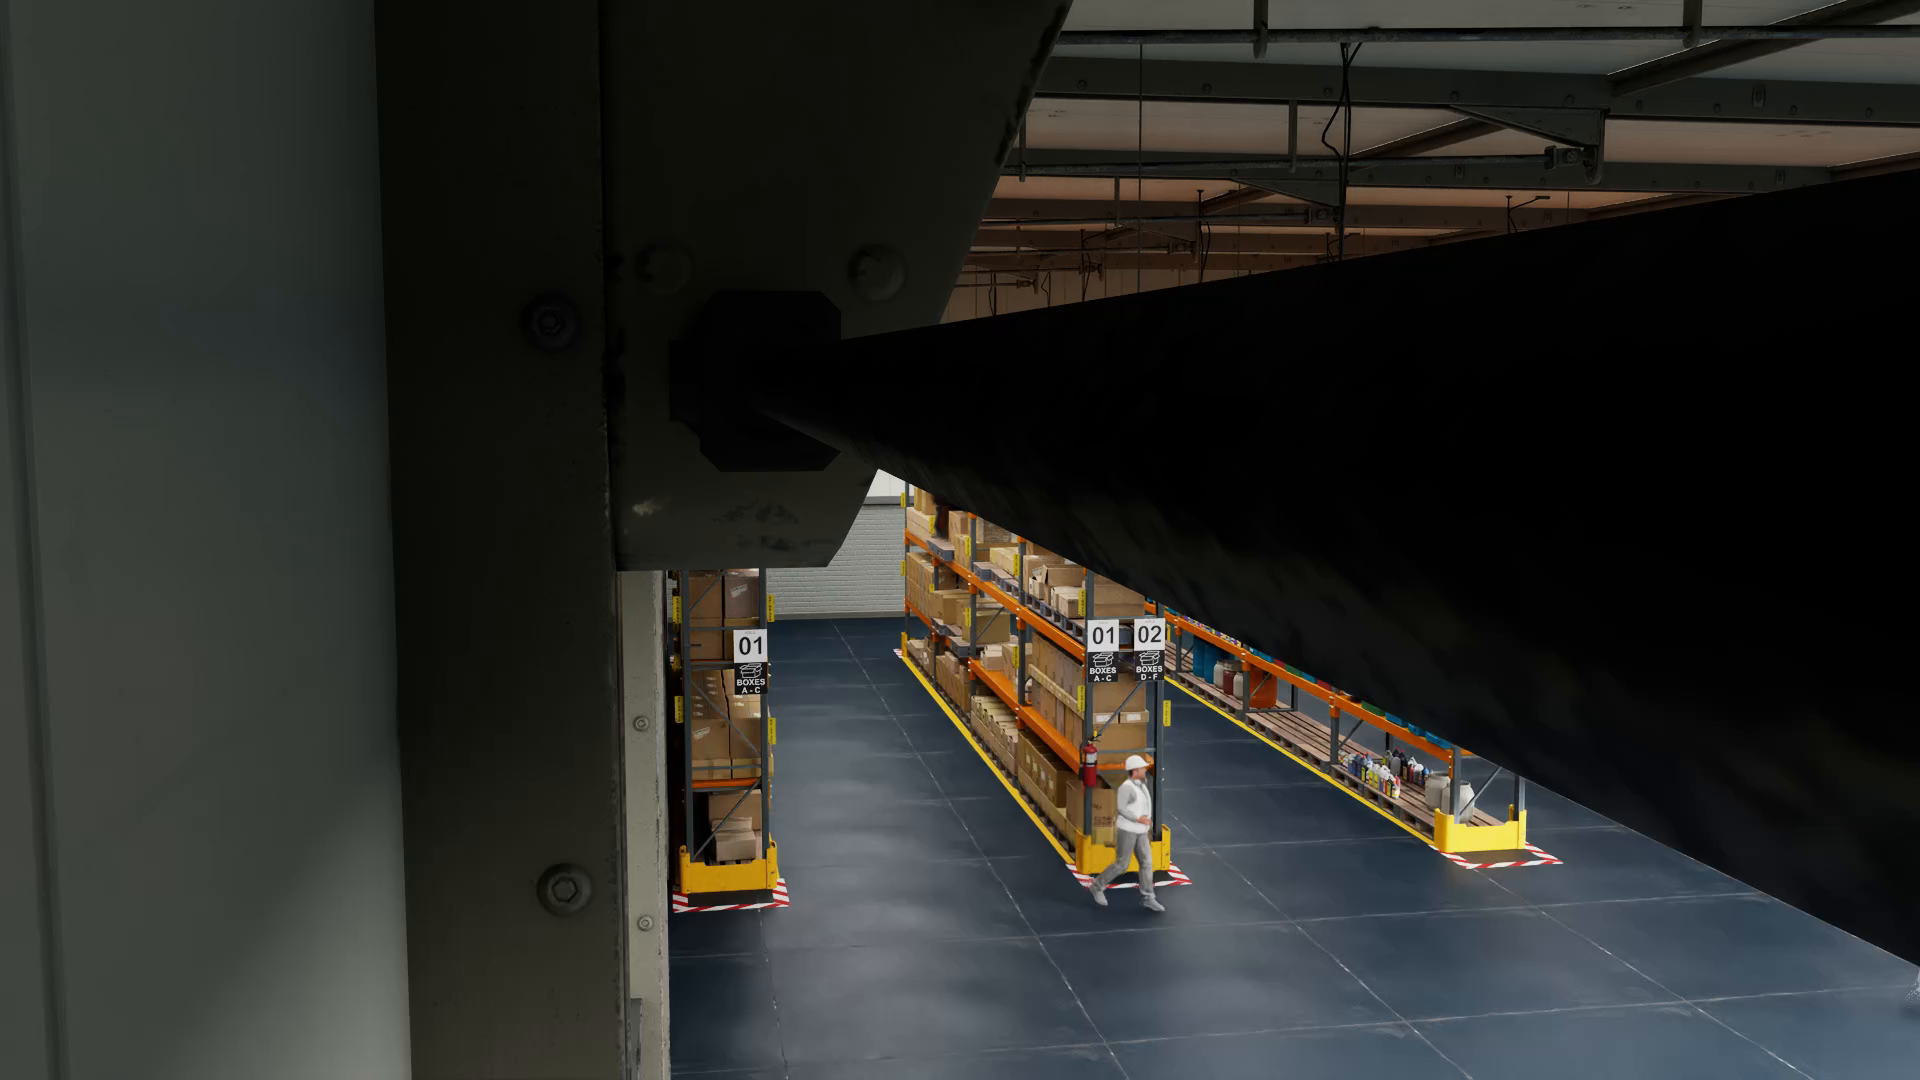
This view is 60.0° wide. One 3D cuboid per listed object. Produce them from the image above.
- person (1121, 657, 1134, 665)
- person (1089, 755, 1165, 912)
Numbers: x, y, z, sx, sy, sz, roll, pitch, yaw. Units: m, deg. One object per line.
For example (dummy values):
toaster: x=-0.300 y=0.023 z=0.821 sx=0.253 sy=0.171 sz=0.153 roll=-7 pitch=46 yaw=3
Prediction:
person: x=3.095 y=2.410 z=29.998 sx=0.579 sy=1.649 sz=0.851 roll=-3 pitch=6 yaw=-23
person: x=2.057 y=3.408 z=19.541 sx=0.916 sy=1.756 sz=0.724 roll=4 pitch=7 yaw=31
